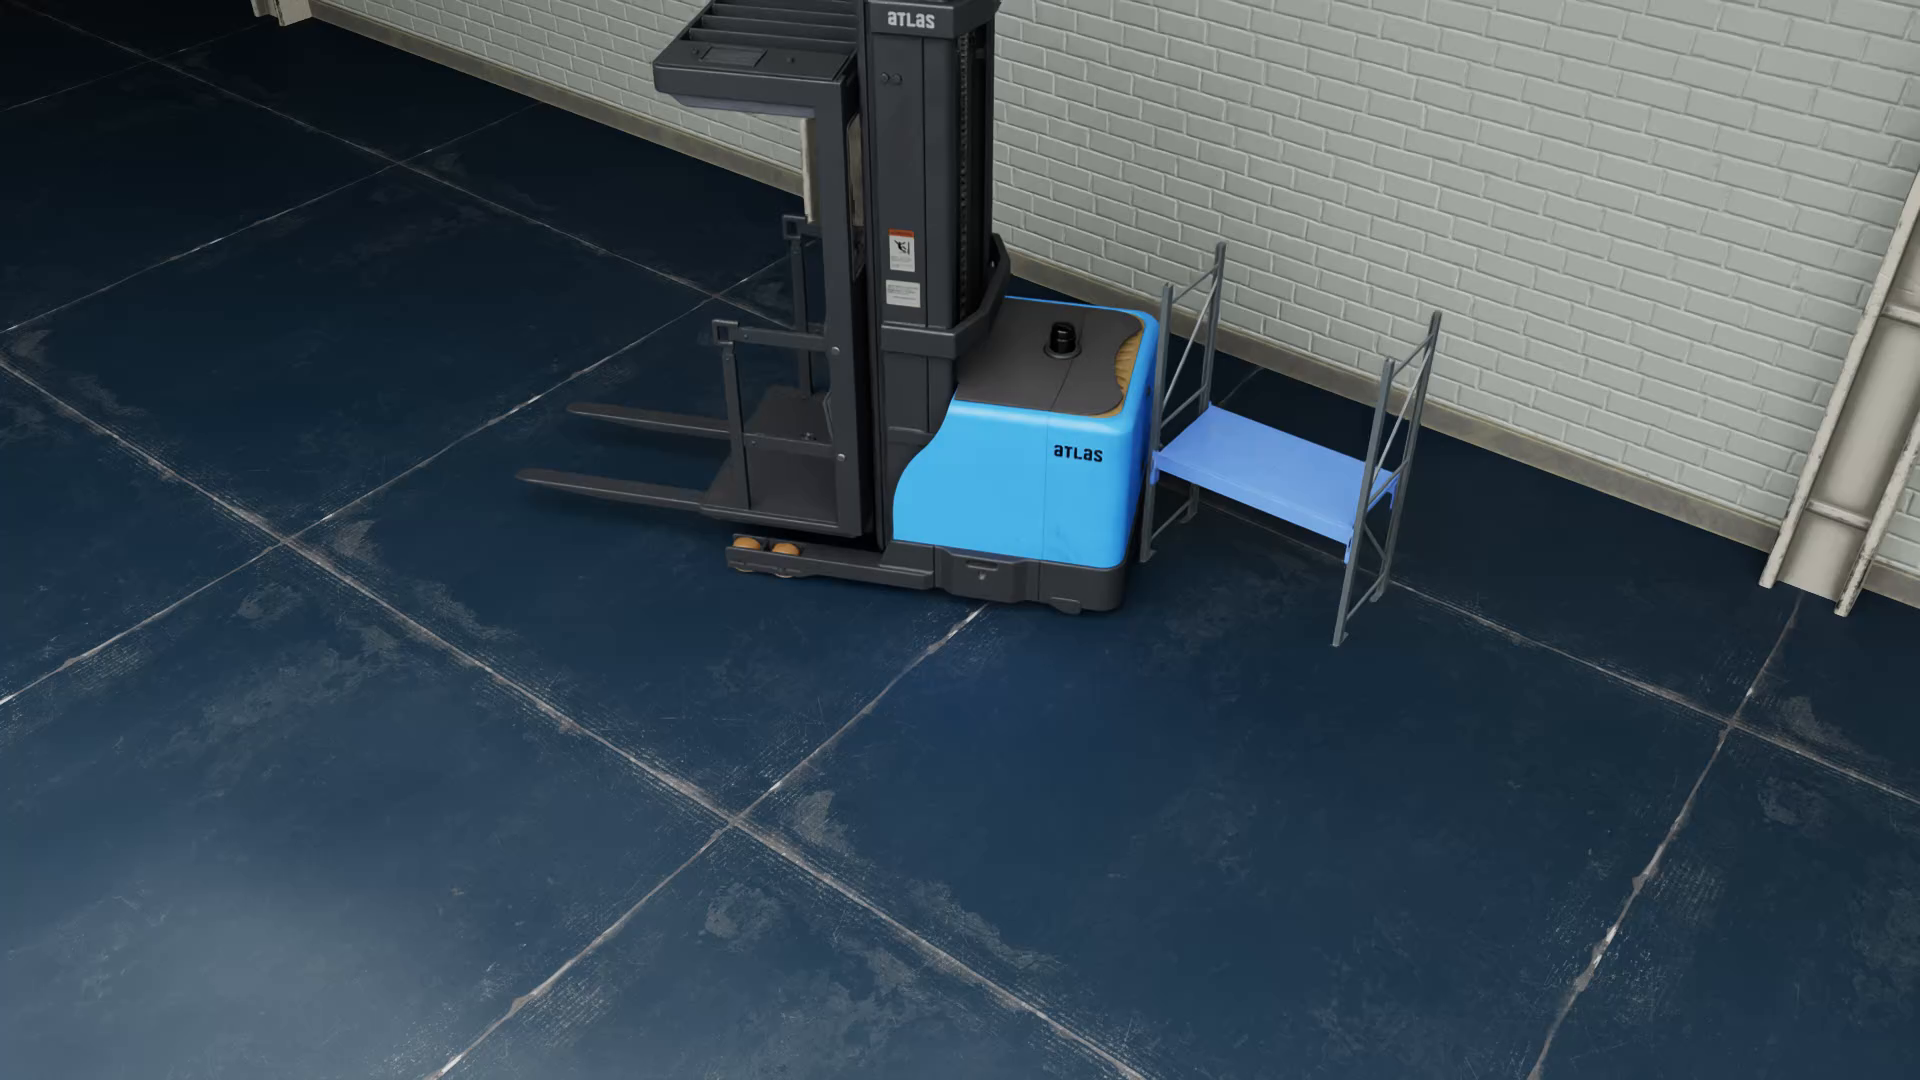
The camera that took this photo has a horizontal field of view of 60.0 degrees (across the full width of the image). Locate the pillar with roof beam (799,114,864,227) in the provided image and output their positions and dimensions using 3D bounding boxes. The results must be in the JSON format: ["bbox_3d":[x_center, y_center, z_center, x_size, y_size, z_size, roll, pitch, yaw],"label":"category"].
[{"bbox_3d":[-3.365,-3.475,5.250,0.400,9.000,9.100,25,45,29],"label":"pillar with roof beam"}]

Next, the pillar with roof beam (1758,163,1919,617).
[{"bbox_3d":[1.401,-1.228,2.380,0.400,9.000,9.100,25,45,29],"label":"pillar with roof beam"}]

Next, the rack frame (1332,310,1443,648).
[{"bbox_3d":[1.838,-0.234,7.193,0.032,1.500,0.500,24,44,28],"label":"rack frame"}]

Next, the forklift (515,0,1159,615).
[{"bbox_3d":[-0.633,-1.282,7.371,3.031,2.935,1.130,8,39,10],"label":"forklift"}]

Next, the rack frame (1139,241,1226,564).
[{"bbox_3d":[1.019,-0.606,7.668,0.032,1.500,0.500,24,44,28],"label":"rack frame"}]

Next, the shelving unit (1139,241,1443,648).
[{"bbox_3d":[1.429,-0.420,7.430,1.048,1.500,0.538,24,44,28],"label":"shelving unit"}]

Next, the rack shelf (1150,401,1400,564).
[{"bbox_3d":[1.429,-0.278,7.541,1.000,0.185,0.538,24,44,28],"label":"rack shelf"}]

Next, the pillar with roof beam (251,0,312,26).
[{"bbox_3d":[-8.131,-5.722,8.120,0.400,9.000,9.100,25,45,29],"label":"pillar with roof beam"}]
